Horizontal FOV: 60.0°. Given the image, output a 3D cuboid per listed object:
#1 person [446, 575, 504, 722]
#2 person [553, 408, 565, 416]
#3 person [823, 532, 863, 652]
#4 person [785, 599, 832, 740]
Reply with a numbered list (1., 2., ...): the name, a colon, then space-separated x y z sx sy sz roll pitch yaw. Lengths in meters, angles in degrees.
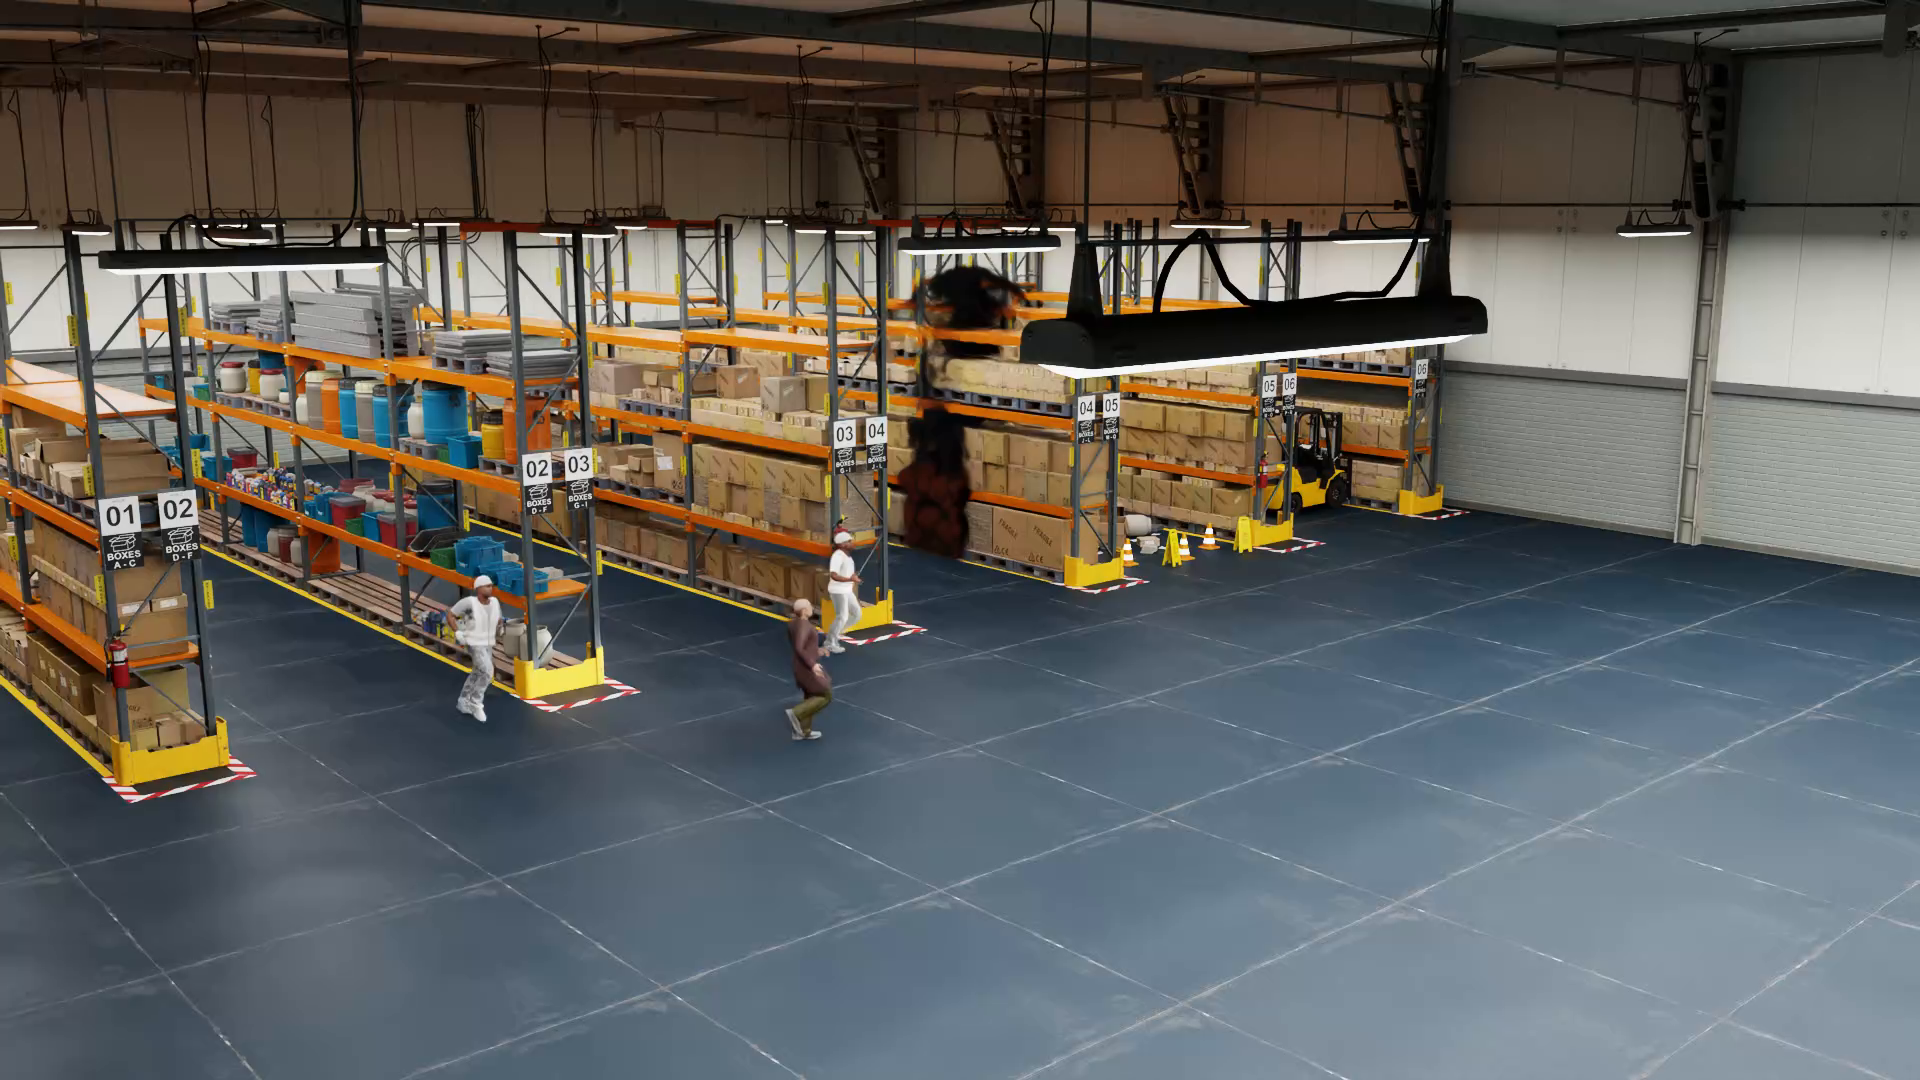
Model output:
1. person: -6.003 1.330 20.863 0.698 1.787 0.673 6 13 25
2. person: -9.777 -2.528 40.270 0.809 1.652 0.543 6 13 29
3. person: -1.633 0.734 23.861 0.605 1.717 0.709 3 12 14
4. person: -1.817 1.545 19.852 0.633 1.733 0.707 -5 12 -23
